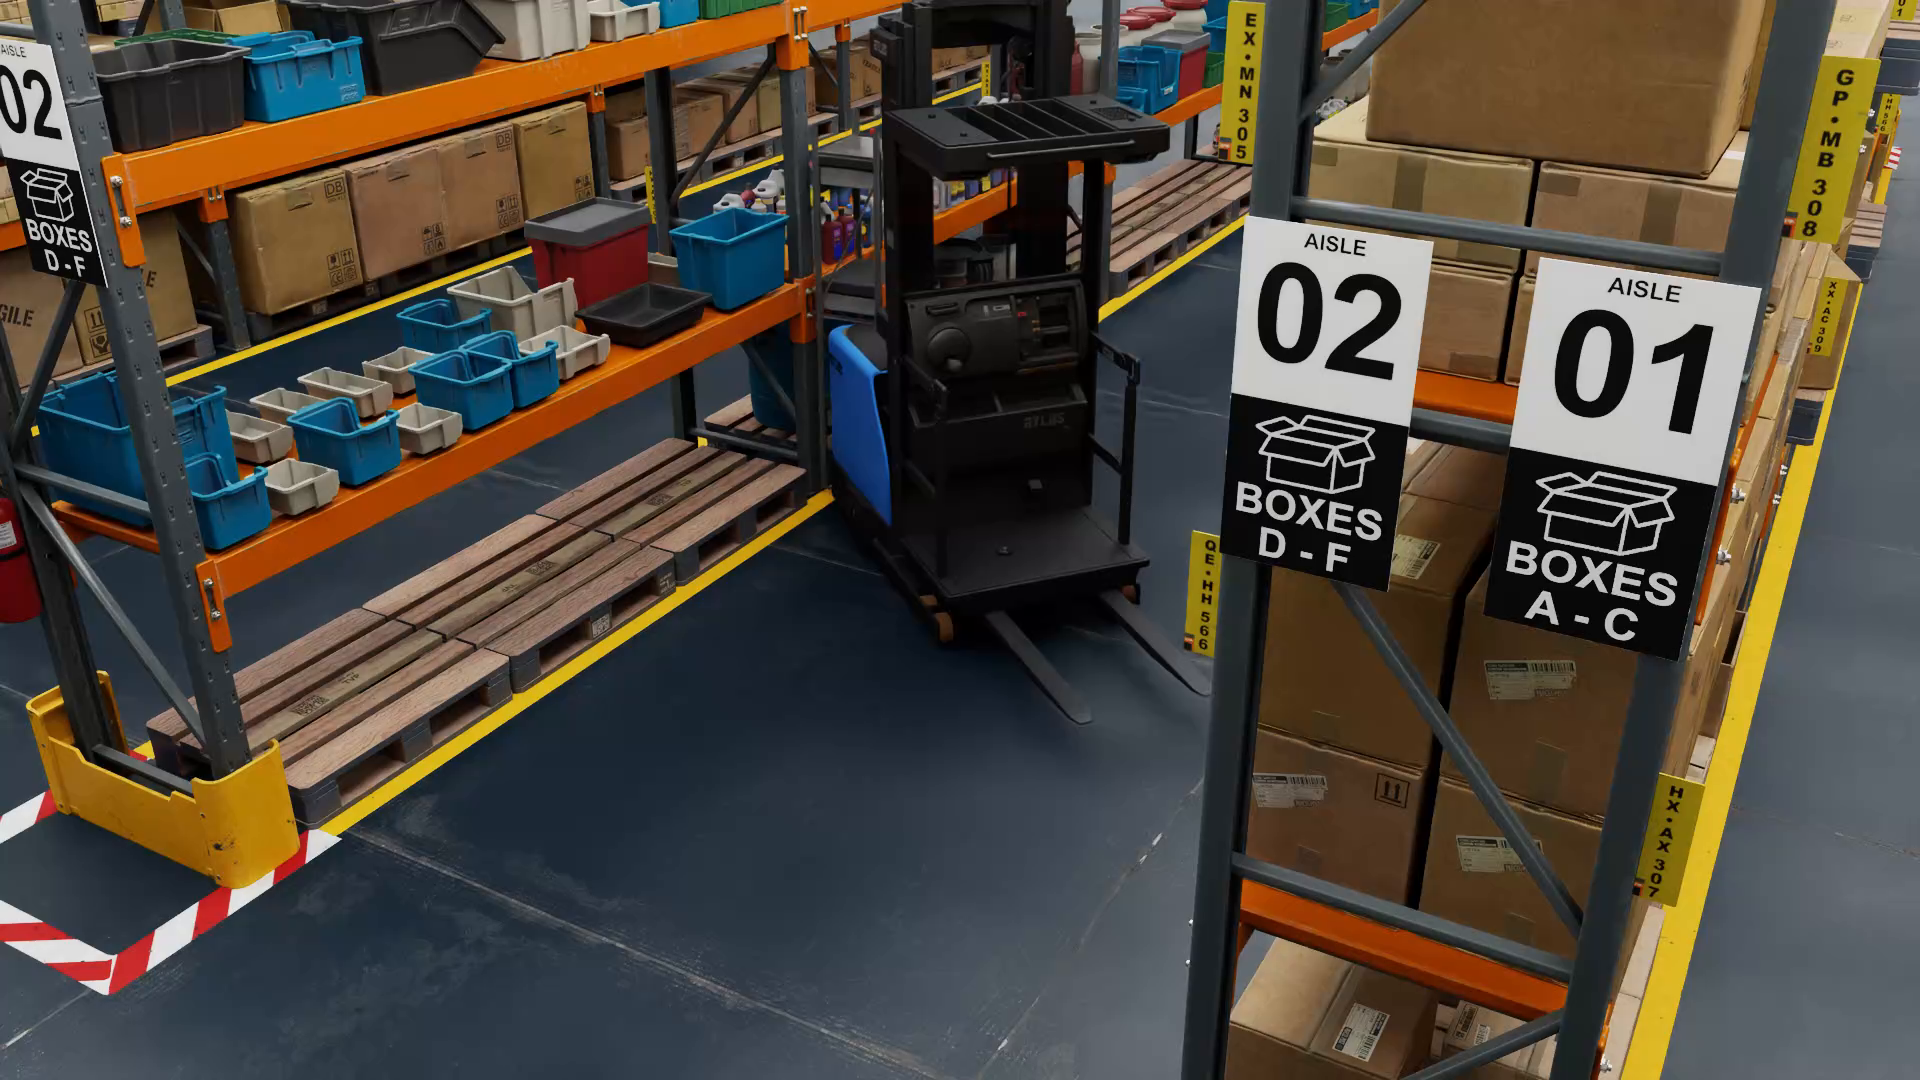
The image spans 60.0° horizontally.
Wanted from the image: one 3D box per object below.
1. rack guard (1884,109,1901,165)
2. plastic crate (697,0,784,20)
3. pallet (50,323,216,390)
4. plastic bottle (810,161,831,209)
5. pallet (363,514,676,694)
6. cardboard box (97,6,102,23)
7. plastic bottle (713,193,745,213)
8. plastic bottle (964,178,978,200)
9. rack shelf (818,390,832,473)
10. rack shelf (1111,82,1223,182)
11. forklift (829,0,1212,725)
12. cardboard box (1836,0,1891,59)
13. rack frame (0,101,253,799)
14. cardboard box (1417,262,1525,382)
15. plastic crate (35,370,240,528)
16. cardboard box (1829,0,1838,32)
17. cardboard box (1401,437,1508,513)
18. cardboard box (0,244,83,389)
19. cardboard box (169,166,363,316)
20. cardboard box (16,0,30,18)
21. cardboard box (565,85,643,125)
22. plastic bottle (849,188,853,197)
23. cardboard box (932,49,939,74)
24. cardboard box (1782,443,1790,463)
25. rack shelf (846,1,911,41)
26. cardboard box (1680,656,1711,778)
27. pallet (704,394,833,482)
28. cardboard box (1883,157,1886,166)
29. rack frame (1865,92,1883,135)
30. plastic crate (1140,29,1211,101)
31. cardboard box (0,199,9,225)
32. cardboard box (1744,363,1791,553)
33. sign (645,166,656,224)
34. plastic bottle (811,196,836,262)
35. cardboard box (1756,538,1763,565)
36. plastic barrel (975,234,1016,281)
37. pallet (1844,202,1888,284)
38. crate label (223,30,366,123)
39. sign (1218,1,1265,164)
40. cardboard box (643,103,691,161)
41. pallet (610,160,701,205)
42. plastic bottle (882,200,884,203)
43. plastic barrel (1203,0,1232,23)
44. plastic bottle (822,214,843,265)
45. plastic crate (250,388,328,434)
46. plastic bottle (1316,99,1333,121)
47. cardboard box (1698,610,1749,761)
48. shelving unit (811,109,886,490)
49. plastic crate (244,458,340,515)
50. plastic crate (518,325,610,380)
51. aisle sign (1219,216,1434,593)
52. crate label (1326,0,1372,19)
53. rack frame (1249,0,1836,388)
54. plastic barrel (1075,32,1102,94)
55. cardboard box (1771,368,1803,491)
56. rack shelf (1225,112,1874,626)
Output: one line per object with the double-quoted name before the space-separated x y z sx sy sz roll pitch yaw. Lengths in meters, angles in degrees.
"rack guard" 8.949 -4.204 17.090 1.175 0.500 0.348 14 30 26
"plastic crate" -1.222 -2.743 8.265 0.450 0.188 0.662 14 30 26
"pallet" -6.031 -1.293 11.597 1.003 0.211 1.213 14 30 26
"plastic bottle" -0.893 -2.177 10.303 0.144 0.351 0.185 14 30 26
"pallet" -2.204 0.291 8.433 1.003 0.211 1.213 14 30 26
"cardboard box" -8.239 -4.893 15.485 0.380 0.149 0.250 13 29 24
"plastic bottle" -1.364 -1.898 9.828 0.152 0.276 0.135 14 30 26
"plastic bottle" 0.030 -2.391 10.731 0.144 0.351 0.185 14 30 26
"rack shelf" -0.524 -0.672 9.729 0.431 0.518 0.480 11 28 21
"rack shelf" 1.675 -3.745 14.184 1.077 0.370 4.000 14 30 26
"forklift" 0.270 -1.003 7.980 1.130 2.935 3.031 -10 28 -19
"cardboard box" 2.782 -1.690 5.534 0.500 0.250 0.500 14 30 26
"rack frame" -3.244 -0.169 6.237 1.000 3.000 0.127 14 30 26
"cardboard box" 1.090 -0.610 3.934 0.500 0.250 0.500 14 30 26
"plastic crate" -3.242 -0.384 6.559 0.616 0.435 0.499 14 30 26
"cardboard box" 2.105 -1.683 4.682 0.700 0.500 0.500 14 30 26
"cardboard box" 1.294 0.000 4.670 0.500 0.500 0.500 15 30 27
"cardboard box" -6.426 -1.466 10.733 0.875 0.875 0.875 14 30 26
"cardboard box" -5.291 -2.310 12.419 1.225 0.875 0.875 14 30 26
"cardboard box" -8.495 -4.821 15.009 0.380 0.149 0.250 14 30 25
"cardboard box" -3.317 -4.060 15.472 0.500 0.250 0.500 16 31 28
"plastic bottle" -0.756 -2.379 10.791 0.152 0.276 0.135 14 30 26
"cardboard box" -0.596 -5.846 19.900 0.500 0.500 0.500 17 31 31
"cardboard box" 3.976 -0.575 8.511 0.500 0.250 0.500 14 30 26
"rack shelf" -0.669 -6.394 19.477 1.077 0.370 4.000 14 30 26
"cardboard box" 1.763 0.561 4.667 0.500 0.500 0.500 14 30 26
"pallet" -0.861 -0.773 10.558 1.003 0.211 1.213 14 30 26
"cardboard box" 8.451 -3.604 15.701 0.500 0.250 0.500 14 30 26
"rack frame" 5.002 -2.195 10.284 1.000 3.000 0.127 14 30 26
"plastic crate" 1.753 -3.878 13.575 0.402 0.464 0.583 14 30 26
"cardboard box" -6.085 -2.015 10.204 0.380 0.149 0.250 14 30 25
"cardboard box" 2.264 -0.281 5.232 0.500 0.500 0.500 14 30 26
"sign" -1.755 -1.974 9.533 0.100 0.325 0.005 14 30 26
"plastic bottle" -0.801 -1.788 9.525 0.144 0.351 0.185 14 30 26
"cardboard box" 3.737 -0.060 8.320 0.500 0.500 0.500 15 30 27
"plastic barrel" 0.265 -1.928 12.061 0.421 0.512 0.421 0 27 0
"pallet" 4.730 -1.829 9.768 1.213 0.211 1.003 14 30 26
"crate label" -2.509 -1.733 6.175 0.408 0.251 0.502 14 30 26
"sign" 0.593 -0.944 3.446 0.100 0.325 0.005 14 30 26
"cardboard box" -3.047 -3.941 16.073 0.700 0.500 0.500 12 29 22
"pallet" -3.235 -3.435 15.876 1.003 0.211 1.213 14 30 26
"plastic bottle" -0.456 -1.949 9.936 0.097 0.271 0.097 0 27 0
"plastic barrel" 2.205 -4.986 15.300 0.600 0.901 0.708 14 30 26
"plastic bottle" -0.725 -1.725 9.475 0.061 0.283 0.133 14 30 26
"plastic crate" -2.846 -0.546 7.217 0.396 0.136 0.243 14 30 26
"plastic bottle" 3.719 -4.321 16.998 0.144 0.351 0.185 14 30 26
"cardboard box" 3.001 0.570 7.062 0.500 0.500 0.500 14 30 26
"shelving unit" -0.518 -1.314 9.419 0.431 2.100 0.503 11 28 21
"plastic crate" -2.606 -0.209 6.544 0.250 0.136 0.298 14 30 26
"plastic crate" -1.871 -0.892 7.909 0.293 0.136 0.466 14 30 26
"aisle sign" 0.766 -0.280 3.555 0.394 0.787 0.004 14 30 26
"crate label" 3.957 -5.644 17.134 0.502 0.435 0.616 14 30 26
"rack frame" 1.066 -1.760 2.713 1.000 3.000 0.127 14 30 26
"plastic barrel" 1.011 -3.785 13.335 0.421 0.512 0.421 0 27 0
"cardboard box" 3.012 -0.429 6.645 0.500 0.500 0.500 15 30 27
"rack shelf" 2.050 -0.876 5.102 1.077 0.370 4.000 14 30 26
